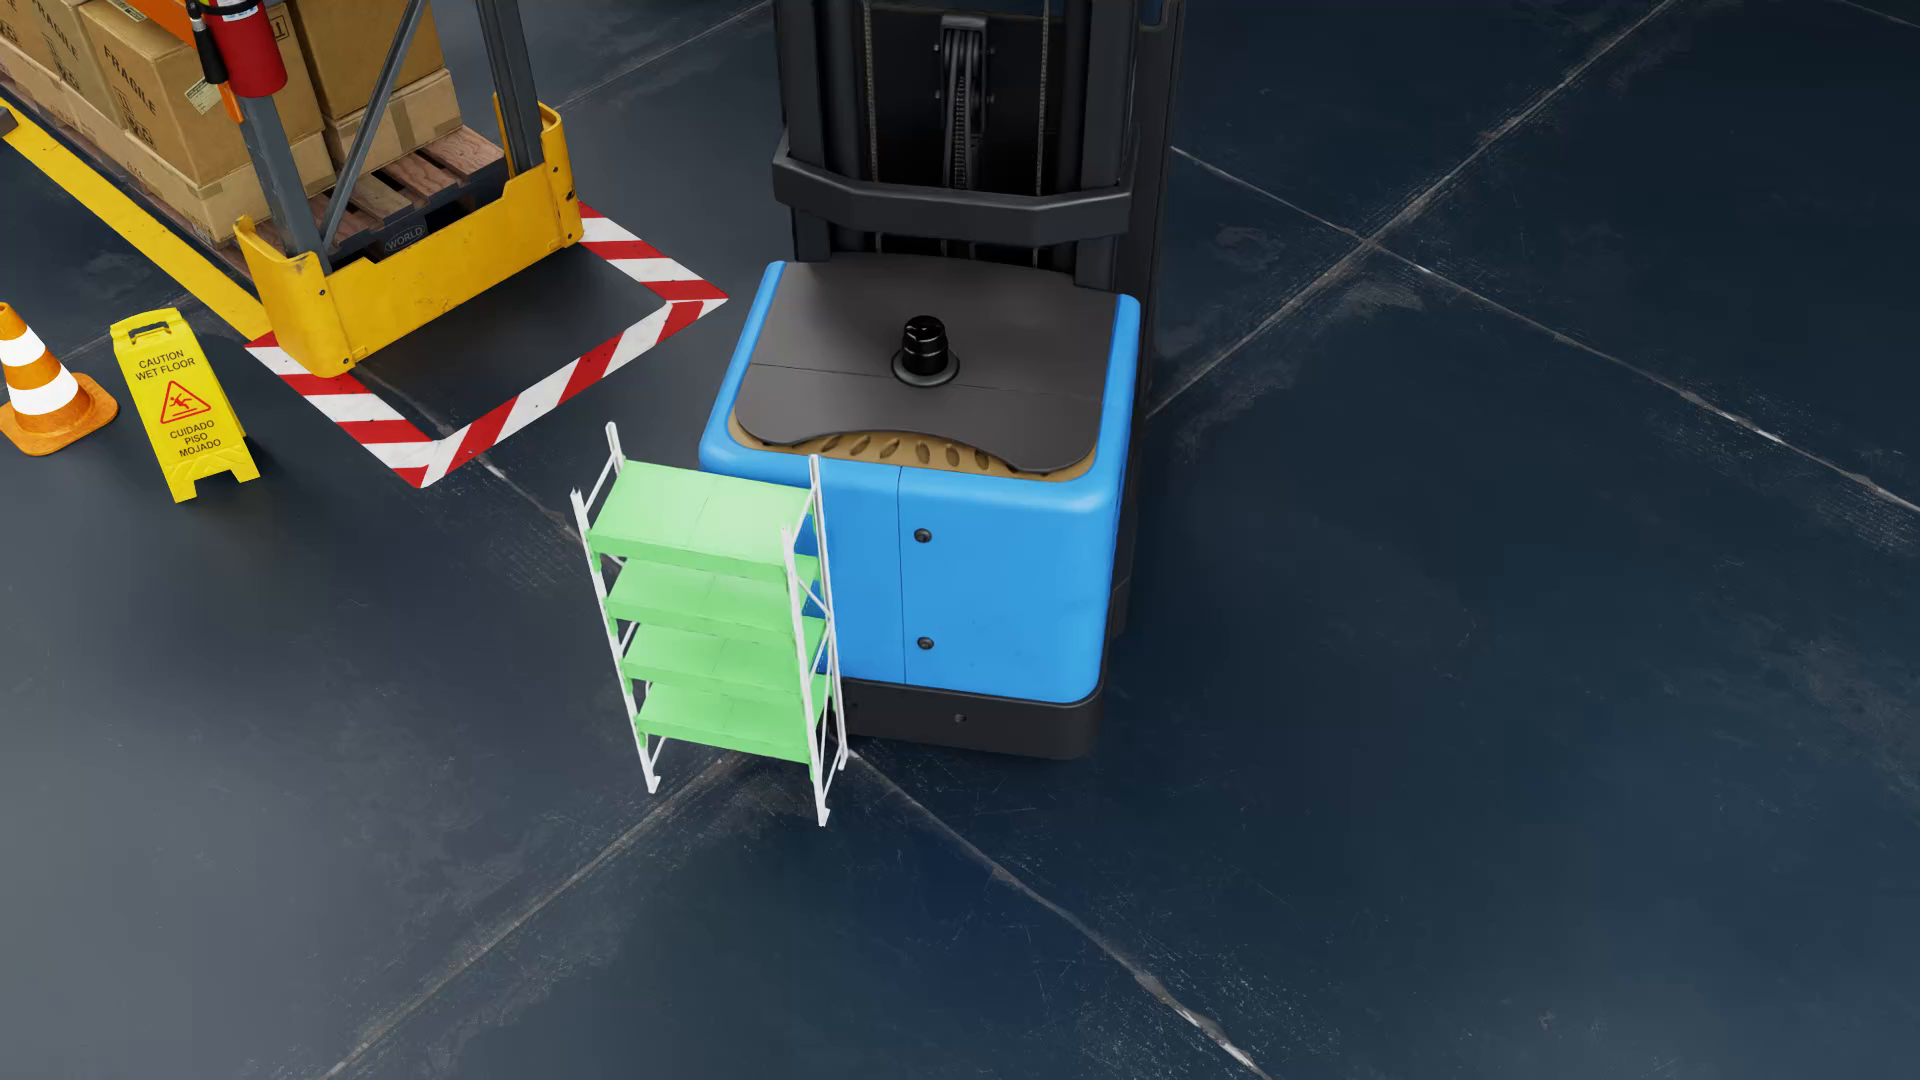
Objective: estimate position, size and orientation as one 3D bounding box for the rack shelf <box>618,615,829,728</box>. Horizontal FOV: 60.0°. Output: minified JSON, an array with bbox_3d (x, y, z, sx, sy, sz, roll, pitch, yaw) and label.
[{"bbox_3d":[-0.590,0.295,4.232,0.480,0.148,0.258,9,49,9],"label":"rack shelf"}]

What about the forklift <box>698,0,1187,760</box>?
[{"bbox_3d":[0.085,-1.485,4.634,1.130,2.935,3.031,6,47,6],"label":"forklift"}]

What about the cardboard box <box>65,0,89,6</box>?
[{"bbox_3d":[-2.956,-2.014,5.722,0.250,0.149,0.380,36,56,29],"label":"cardboard box"}]

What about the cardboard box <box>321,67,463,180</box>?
[{"bbox_3d":[-2.280,-1.680,6.368,0.500,0.250,0.500,33,55,27],"label":"cardboard box"}]

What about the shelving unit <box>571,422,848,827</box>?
[{"bbox_3d":[-0.591,0.253,4.184,0.503,1.200,0.258,9,49,9],"label":"shelving unit"}]

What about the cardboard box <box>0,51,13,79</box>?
[{"bbox_3d":[-3.773,-2.156,6.814,0.500,0.250,0.500,33,55,27],"label":"cardboard box"}]

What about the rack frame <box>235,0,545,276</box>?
[{"bbox_3d":[-1.875,-1.930,5.005,0.127,3.000,1.000,34,55,28],"label":"rack frame"}]

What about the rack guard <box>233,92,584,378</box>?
[{"bbox_3d":[-1.931,-1.112,5.951,0.348,0.500,1.175,34,55,28],"label":"rack guard"}]

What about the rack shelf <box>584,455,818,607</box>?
[{"bbox_3d":[-0.593,-0.023,3.873,0.480,0.148,0.258,9,49,9],"label":"rack shelf"}]

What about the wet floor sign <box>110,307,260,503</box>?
[{"bbox_3d":[-2.461,-0.457,5.237,0.267,0.644,0.232,-21,50,-18],"label":"wet floor sign"}]

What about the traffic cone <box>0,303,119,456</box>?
[{"bbox_3d":[-3.066,-0.584,5.480,0.334,0.463,0.336,34,55,28],"label":"traffic cone"}]

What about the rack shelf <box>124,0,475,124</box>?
[{"bbox_3d":[-3.345,-2.673,6.196,4.000,0.370,1.077,34,55,28],"label":"rack shelf"}]

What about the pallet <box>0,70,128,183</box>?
[{"bbox_3d":[-3.396,-2.037,7.018,1.213,0.211,1.003,34,55,28],"label":"pallet"}]

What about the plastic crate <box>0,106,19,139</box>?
[{"bbox_3d":[-4.217,-1.693,6.785,0.583,0.080,0.402,17,49,15],"label":"plastic crate"}]

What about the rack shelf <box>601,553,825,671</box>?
[{"bbox_3d":[-0.592,0.136,4.053,0.480,0.148,0.258,9,49,9],"label":"rack shelf"}]

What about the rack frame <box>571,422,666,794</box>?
[{"bbox_3d":[-0.829,0.214,4.221,0.015,1.200,0.240,9,49,9],"label":"rack frame"}]

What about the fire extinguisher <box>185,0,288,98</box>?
[{"bbox_3d":[-2.104,-1.600,4.748,0.183,0.674,0.296,34,55,28],"label":"fire extinguisher"}]

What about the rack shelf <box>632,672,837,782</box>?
[{"bbox_3d":[-0.589,0.455,4.411,0.480,0.148,0.258,9,49,9],"label":"rack shelf"}]

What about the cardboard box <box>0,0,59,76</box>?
[{"bbox_3d":[-3.393,-2.156,6.300,0.500,0.500,0.500,33,55,27],"label":"cardboard box"}]

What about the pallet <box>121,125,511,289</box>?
[{"bbox_3d":[-2.504,-1.434,6.452,1.213,0.211,1.003,34,55,28],"label":"pallet"}]

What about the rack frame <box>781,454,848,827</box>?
[{"bbox_3d":[-0.353,0.292,4.147,0.015,1.200,0.240,9,49,9],"label":"rack frame"}]

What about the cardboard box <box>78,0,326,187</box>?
[{"bbox_3d":[-2.641,-1.646,5.822,0.500,0.500,0.500,34,56,28],"label":"cardboard box"}]

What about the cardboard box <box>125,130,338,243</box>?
[{"bbox_3d":[-2.669,-1.400,6.105,0.500,0.250,0.500,34,55,28],"label":"cardboard box"}]

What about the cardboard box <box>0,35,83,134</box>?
[{"bbox_3d":[-3.415,-1.905,6.579,0.500,0.250,0.500,32,55,26],"label":"cardboard box"}]

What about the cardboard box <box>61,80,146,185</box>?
[{"bbox_3d":[-3.027,-1.649,6.339,0.500,0.250,0.500,34,55,28],"label":"cardboard box"}]

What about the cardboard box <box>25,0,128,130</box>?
[{"bbox_3d":[-3.027,-1.902,6.062,0.500,0.500,0.500,36,56,29],"label":"cardboard box"}]

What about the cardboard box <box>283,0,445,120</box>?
[{"bbox_3d":[-2.298,-1.948,6.105,0.500,0.500,0.500,32,55,27],"label":"cardboard box"}]
